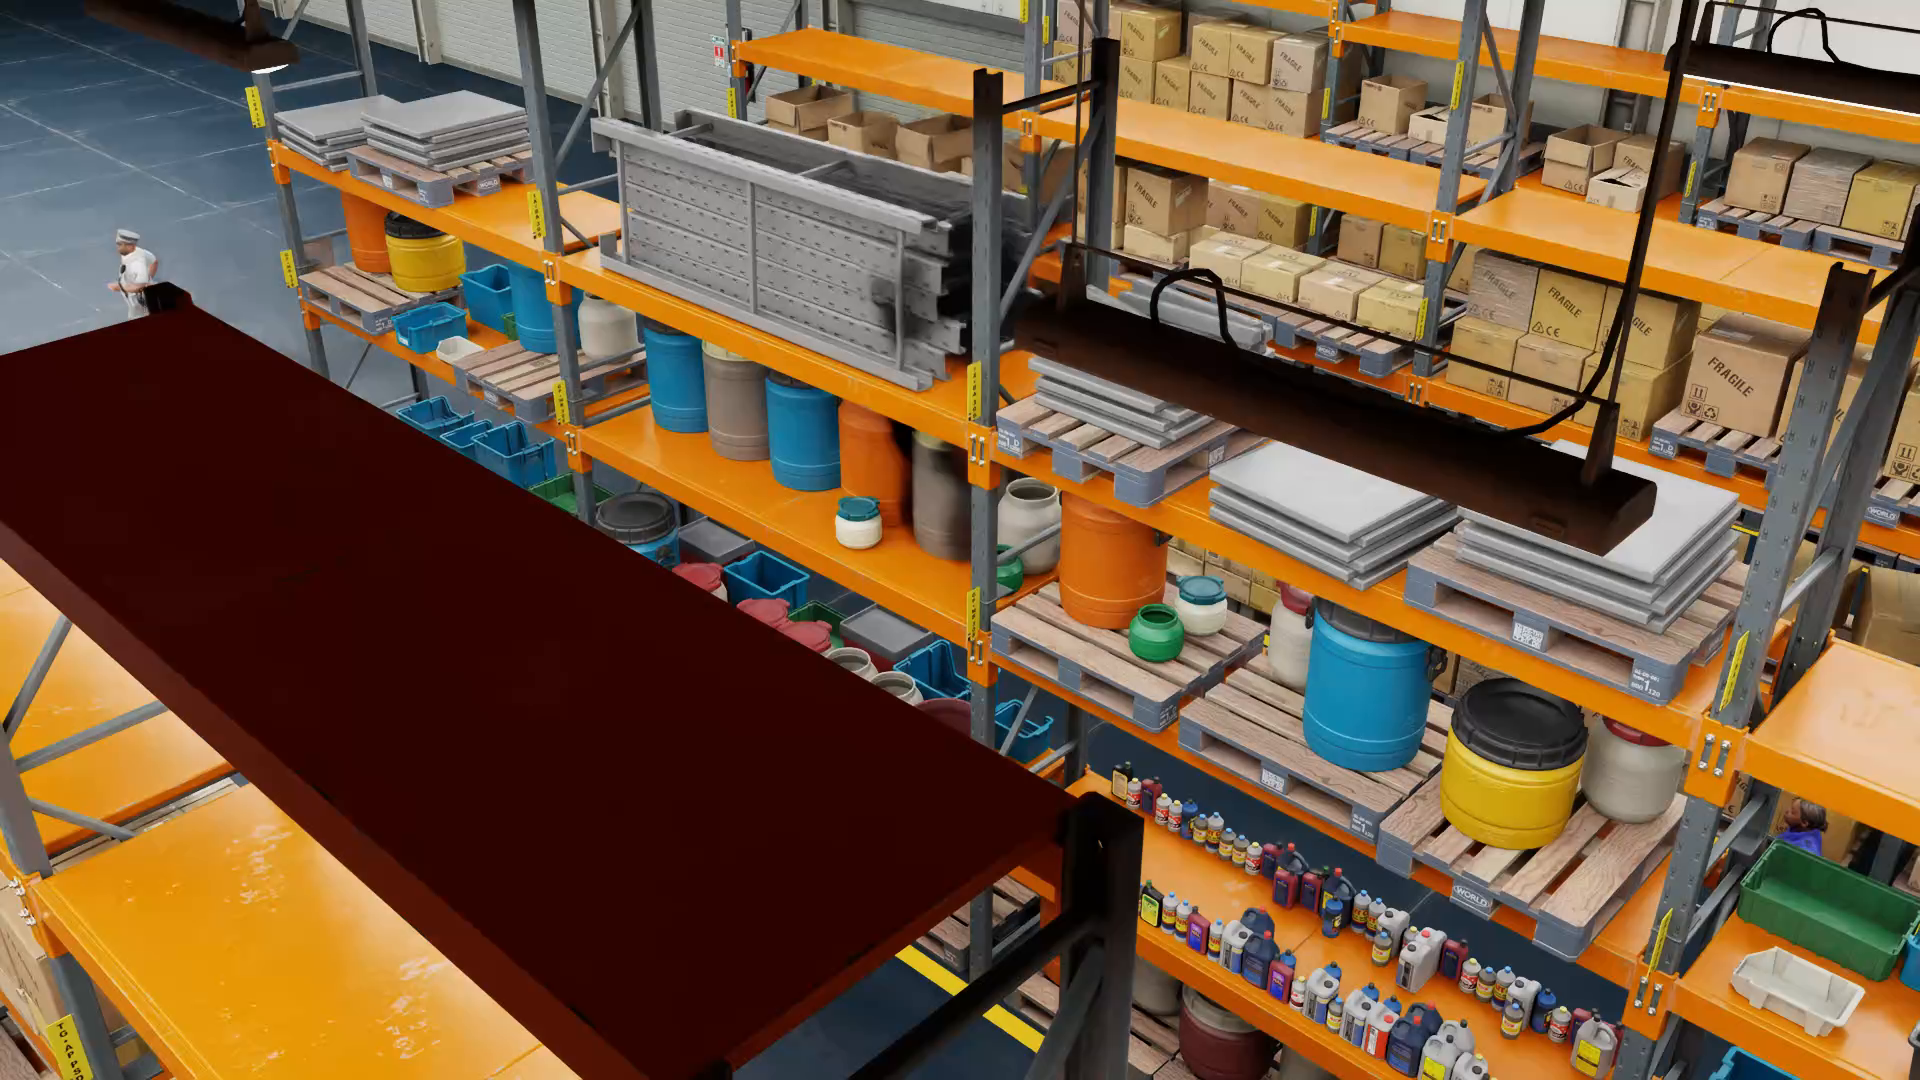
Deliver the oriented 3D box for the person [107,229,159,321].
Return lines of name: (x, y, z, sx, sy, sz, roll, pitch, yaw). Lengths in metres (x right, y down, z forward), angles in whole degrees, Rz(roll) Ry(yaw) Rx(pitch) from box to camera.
person: (-9.441, -2.742, 19.267, 0.897, 1.798, 0.665, -16, 33, -26)

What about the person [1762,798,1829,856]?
person: (5.184, 2.315, 10.481, 0.736, 1.703, 0.563, 21, 35, 32)
